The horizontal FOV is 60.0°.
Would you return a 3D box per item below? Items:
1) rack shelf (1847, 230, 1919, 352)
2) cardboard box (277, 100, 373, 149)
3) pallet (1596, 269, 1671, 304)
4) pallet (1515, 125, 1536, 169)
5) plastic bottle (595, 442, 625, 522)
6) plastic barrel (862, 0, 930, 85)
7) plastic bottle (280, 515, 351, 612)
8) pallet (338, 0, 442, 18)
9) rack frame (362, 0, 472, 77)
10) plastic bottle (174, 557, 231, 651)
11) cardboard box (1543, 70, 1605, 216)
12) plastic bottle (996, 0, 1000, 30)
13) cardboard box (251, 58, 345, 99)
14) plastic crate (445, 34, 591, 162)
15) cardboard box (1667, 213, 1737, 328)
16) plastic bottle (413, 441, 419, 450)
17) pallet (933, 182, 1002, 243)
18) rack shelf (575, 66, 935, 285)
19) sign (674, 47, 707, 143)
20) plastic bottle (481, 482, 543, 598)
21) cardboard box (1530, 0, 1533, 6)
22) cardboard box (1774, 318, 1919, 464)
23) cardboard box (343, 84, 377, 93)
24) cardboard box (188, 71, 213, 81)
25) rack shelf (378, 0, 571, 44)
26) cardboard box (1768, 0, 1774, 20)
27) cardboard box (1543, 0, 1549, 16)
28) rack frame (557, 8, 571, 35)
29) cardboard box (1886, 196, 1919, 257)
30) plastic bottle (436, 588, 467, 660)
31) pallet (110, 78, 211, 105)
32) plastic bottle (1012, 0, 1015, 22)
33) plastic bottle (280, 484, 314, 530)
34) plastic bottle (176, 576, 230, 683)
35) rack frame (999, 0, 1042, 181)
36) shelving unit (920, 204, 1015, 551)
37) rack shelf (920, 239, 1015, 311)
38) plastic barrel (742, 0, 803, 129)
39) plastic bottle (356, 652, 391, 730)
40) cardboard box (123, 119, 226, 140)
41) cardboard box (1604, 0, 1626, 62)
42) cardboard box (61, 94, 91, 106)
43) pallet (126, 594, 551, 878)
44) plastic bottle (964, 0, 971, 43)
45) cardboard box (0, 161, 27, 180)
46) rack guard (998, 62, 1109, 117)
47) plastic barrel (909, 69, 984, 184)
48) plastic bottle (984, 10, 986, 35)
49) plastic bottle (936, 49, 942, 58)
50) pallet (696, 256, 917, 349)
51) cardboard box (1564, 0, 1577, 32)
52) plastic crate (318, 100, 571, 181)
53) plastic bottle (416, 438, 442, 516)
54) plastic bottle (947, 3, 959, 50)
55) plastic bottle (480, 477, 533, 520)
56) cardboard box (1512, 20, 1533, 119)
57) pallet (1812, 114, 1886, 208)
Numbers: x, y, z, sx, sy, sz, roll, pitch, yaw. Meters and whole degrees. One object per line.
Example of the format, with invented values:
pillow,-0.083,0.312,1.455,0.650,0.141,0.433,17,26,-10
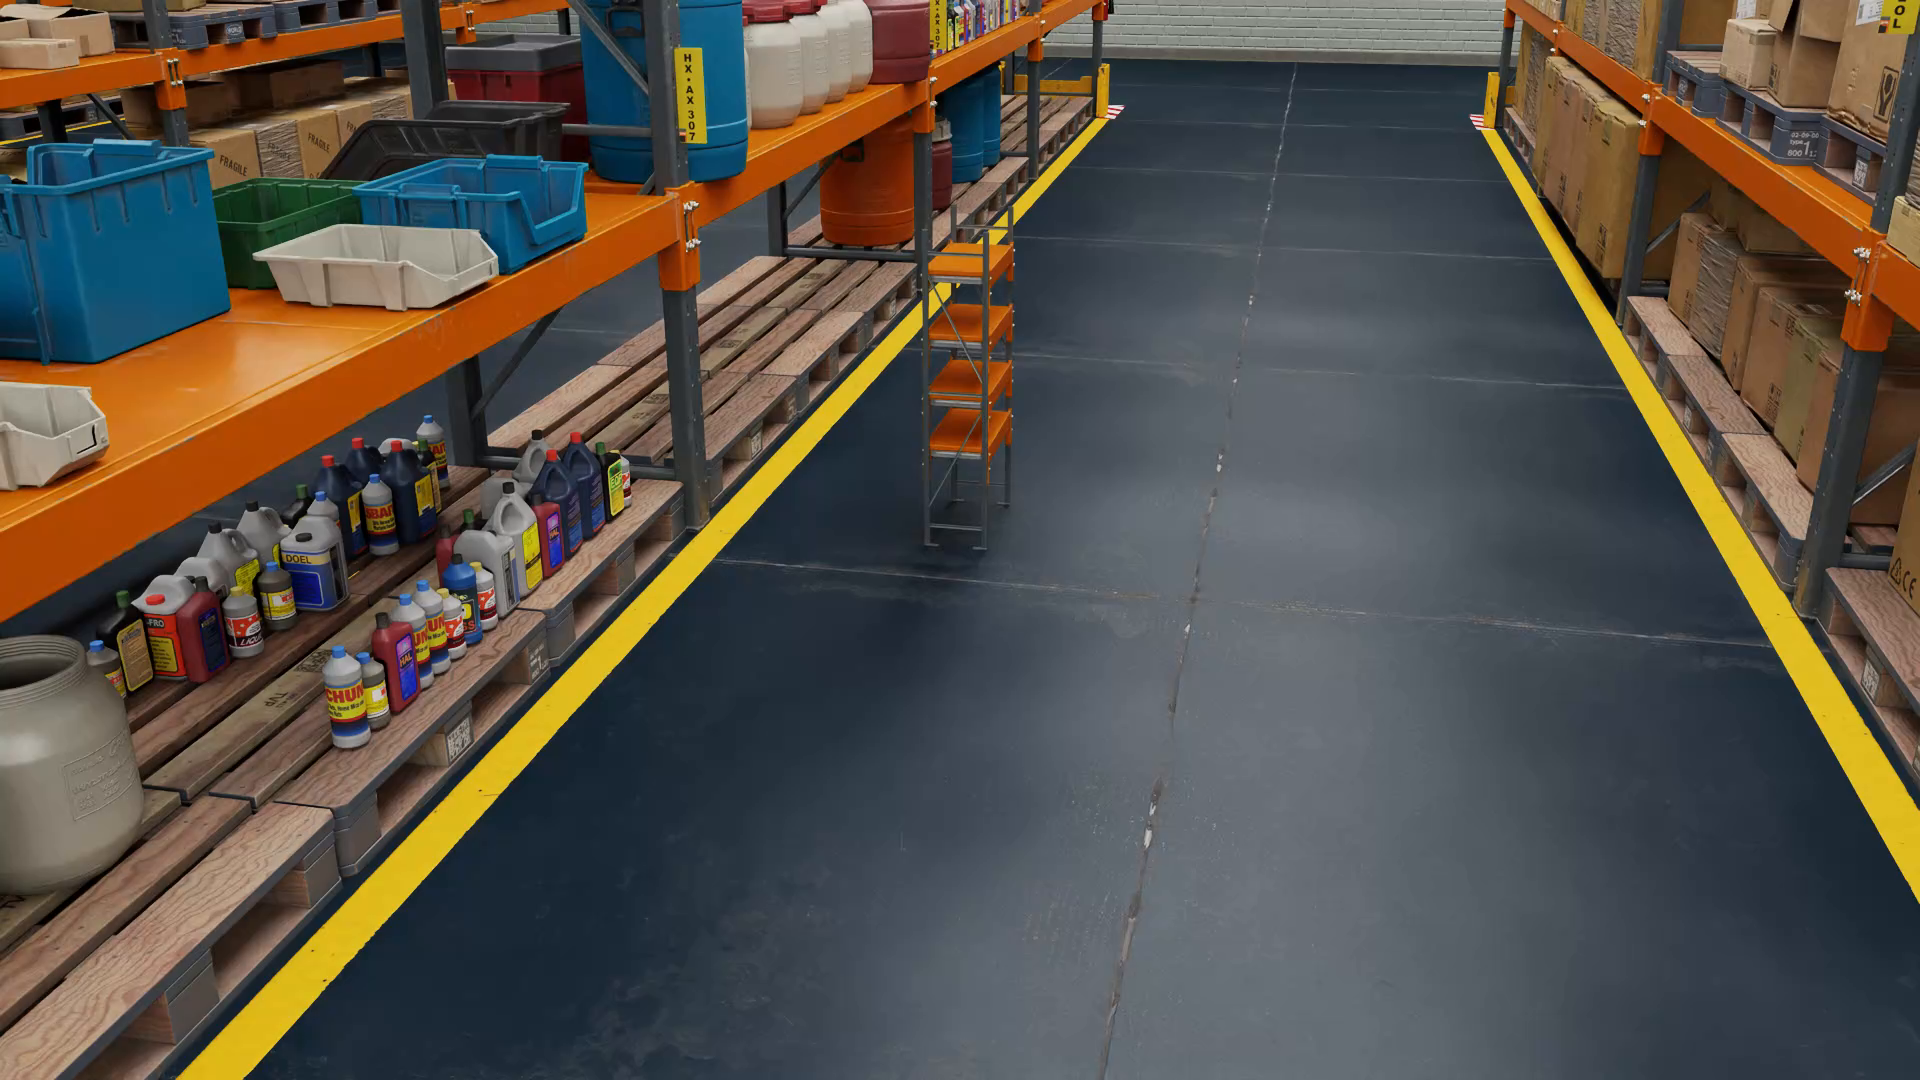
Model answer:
rack shelf,2.958,-0.035,3.389,1.077,0.370,4.000,4,22,11
cardboard box,-4.832,-3.075,12.731,0.500,0.500,0.500,4,22,9
pallet,4.417,-1.552,9.926,1.003,0.211,1.213,4,22,11
pallet,5.477,-3.452,14.643,1.003,0.211,1.213,4,22,11
plastic bottle,-1.257,-0.221,5.934,0.061,0.283,0.133,6,23,14
plastic barrel,-0.464,-2.811,9.136,0.600,0.536,0.708,4,22,11
plastic bottle,-2.028,0.072,5.218,0.152,0.276,0.135,4,22,11
pallet,-4.968,-4.410,13.545,1.003,0.211,1.213,4,22,11
rack frame,-4.698,-4.783,14.214,1.000,3.000,0.127,4,22,11
plastic bottle,-2.246,0.198,4.903,0.152,0.276,0.135,4,22,9
cardboard box,4.706,-2.673,11.257,1.225,0.875,0.875,4,22,9
plastic bottle,0.209,-3.859,12.087,0.152,0.276,0.135,4,22,11
cardboard box,-5.240,-3.651,13.157,0.500,0.250,0.500,5,22,11
plastic crate,-1.683,-1.708,6.494,0.402,0.464,0.583,4,22,11
cardboard box,4.066,-1.361,8.476,0.700,0.500,0.500,3,22,8
plastic bottle,-1.997,-0.264,6.150,0.097,0.201,0.097,0,22,0
pallet,-0.295,-2.384,11.990,1.003,0.211,1.213,4,22,11
rack shelf,-1.074,-1.876,7.959,1.077,0.370,4.000,4,22,11
sign,-0.946,-1.560,5.842,0.100,0.325,0.005,4,22,11
plastic bottle,-1.437,-0.008,5.314,0.144,0.351,0.185,4,22,11
cardboard box,5.055,-4.609,14.119,0.380,0.149,0.250,5,22,12
cardboard box,3.629,-0.541,6.439,0.700,0.500,0.500,4,22,11
cardboard box,-5.133,-3.473,13.719,0.500,0.500,0.500,5,22,12
cardboard box,-8.777,-5.394,18.514,0.700,0.500,0.500,4,22,11
rack shelf,-4.290,-5.180,16.164,1.077,0.370,4.000,4,22,11
cardboard box,4.096,-2.392,7.582,0.700,0.500,0.500,8,23,19
cardboard box,4.845,-4.234,13.188,0.380,0.149,0.250,4,22,10
rack frame,-3.882,-6.246,17.846,1.000,3.000,0.127,4,22,11
cardboard box,3.028,-0.928,4.979,0.380,0.149,0.250,4,22,11
plastic bottle,-1.513,0.241,4.896,0.097,0.201,0.097,0,22,0
pallet,-8.819,-5.030,18.560,1.003,0.211,1.213,4,22,11
plastic bottle,0.384,-4.093,12.657,0.061,0.283,0.133,4,22,11
plastic bottle,-2.166,-0.032,5.466,0.061,0.283,0.133,5,23,13
plastic bottle,-2.170,0.254,4.756,0.061,0.283,0.133,4,22,11
rack frame,0.150,-4.404,13.273,1.000,3.000,0.127,4,22,11
shelving unit,0.034,-0.617,6.280,0.258,1.200,0.503,4,22,11
rack shelf,0.034,-0.982,6.133,0.258,0.148,0.480,4,22,11
plastic barrel,-0.923,-2.143,7.476,0.433,0.535,0.433,0,22,0
plastic bottle,-1.602,0.402,4.498,0.097,0.201,0.097,0,22,0
cardboard box,-5.553,-2.724,11.860,0.500,0.500,0.500,5,23,13
cardboard box,4.251,-3.181,10.103,0.500,0.500,0.500,4,22,9
cardboard box,-9.190,-4.643,16.652,0.700,0.500,0.500,4,22,10
pallet,-1.907,0.505,4.816,1.003,0.211,1.213,4,22,11
plastic bottle,0.025,-3.477,11.145,0.097,0.271,0.097,0,22,0
cardboard box,-5.480,-2.098,9.916,0.500,0.311,0.500,4,22,10
rack guard,0.959,-4.717,17.396,1.175,0.500,0.348,4,22,11
plastic barrel,-0.122,-3.169,12.453,0.600,0.901,0.708,4,22,11
plastic bottle,0.137,-3.646,11.658,0.097,0.201,0.097,0,22,0
plastic bottle,-0.150,-3.137,10.284,0.061,0.283,0.133,4,22,11
pallet,-0.862,-1.367,9.465,1.003,0.211,1.213,4,22,11
cardboard box,4.660,-3.923,11.946,0.500,0.500,0.500,5,22,11
plastic crate,-1.714,-1.267,5.568,0.767,0.338,0.504,4,22,11
plastic bottle,-1.911,-0.211,5.909,0.061,0.283,0.133,4,22,11
plastic bottle,-0.048,-3.319,10.737,0.061,0.283,0.133,4,22,11
plastic bottle,-1.521,-0.093,5.626,0.152,0.276,0.135,4,22,11
cardboard box,5.763,-4.458,15.690,0.875,0.875,0.875,4,22,11
pallet,3.665,-1.280,5.773,1.003,0.211,1.213,4,22,11
